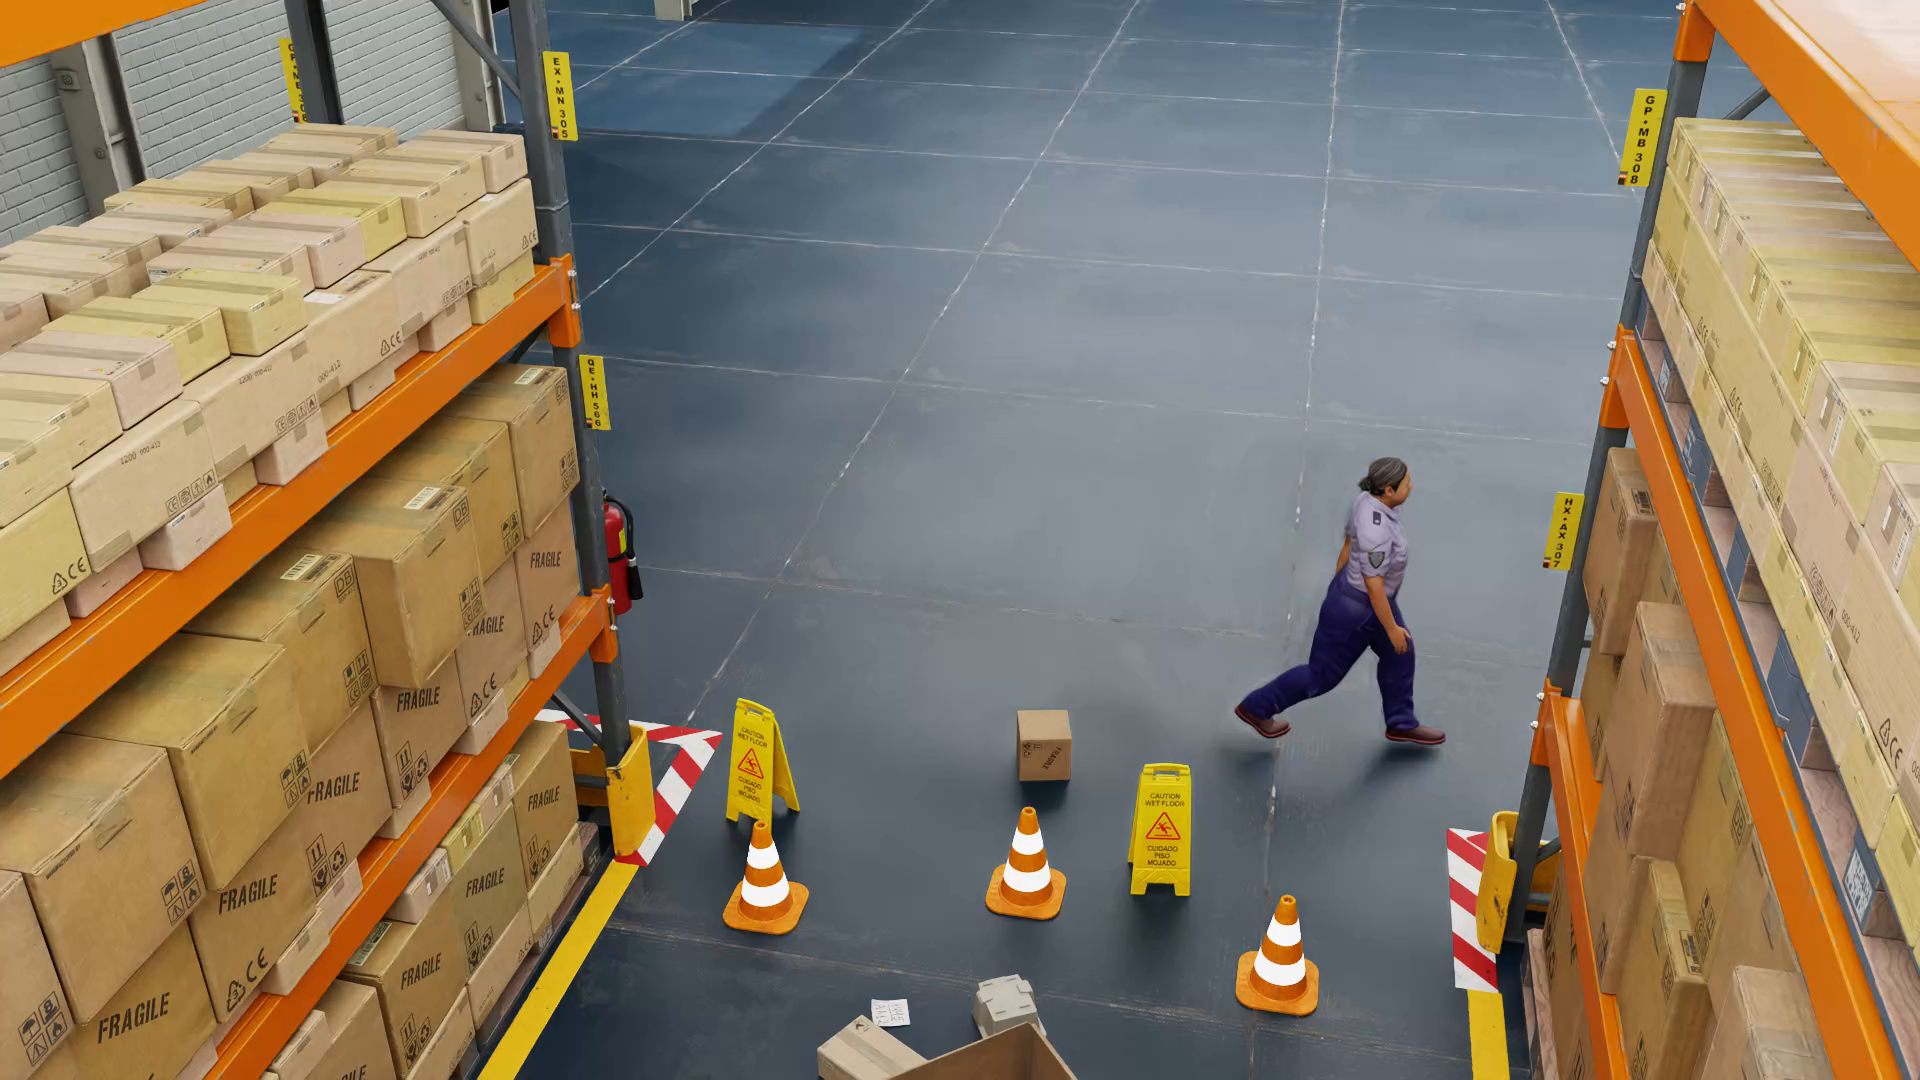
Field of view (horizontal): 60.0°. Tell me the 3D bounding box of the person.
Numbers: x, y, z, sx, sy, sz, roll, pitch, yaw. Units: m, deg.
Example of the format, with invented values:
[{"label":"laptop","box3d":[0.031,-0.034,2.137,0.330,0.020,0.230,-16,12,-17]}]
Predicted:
[{"label":"person","box3d":[1.924,0.310,8.064,1.044,1.588,0.486,8,30,15]}]
